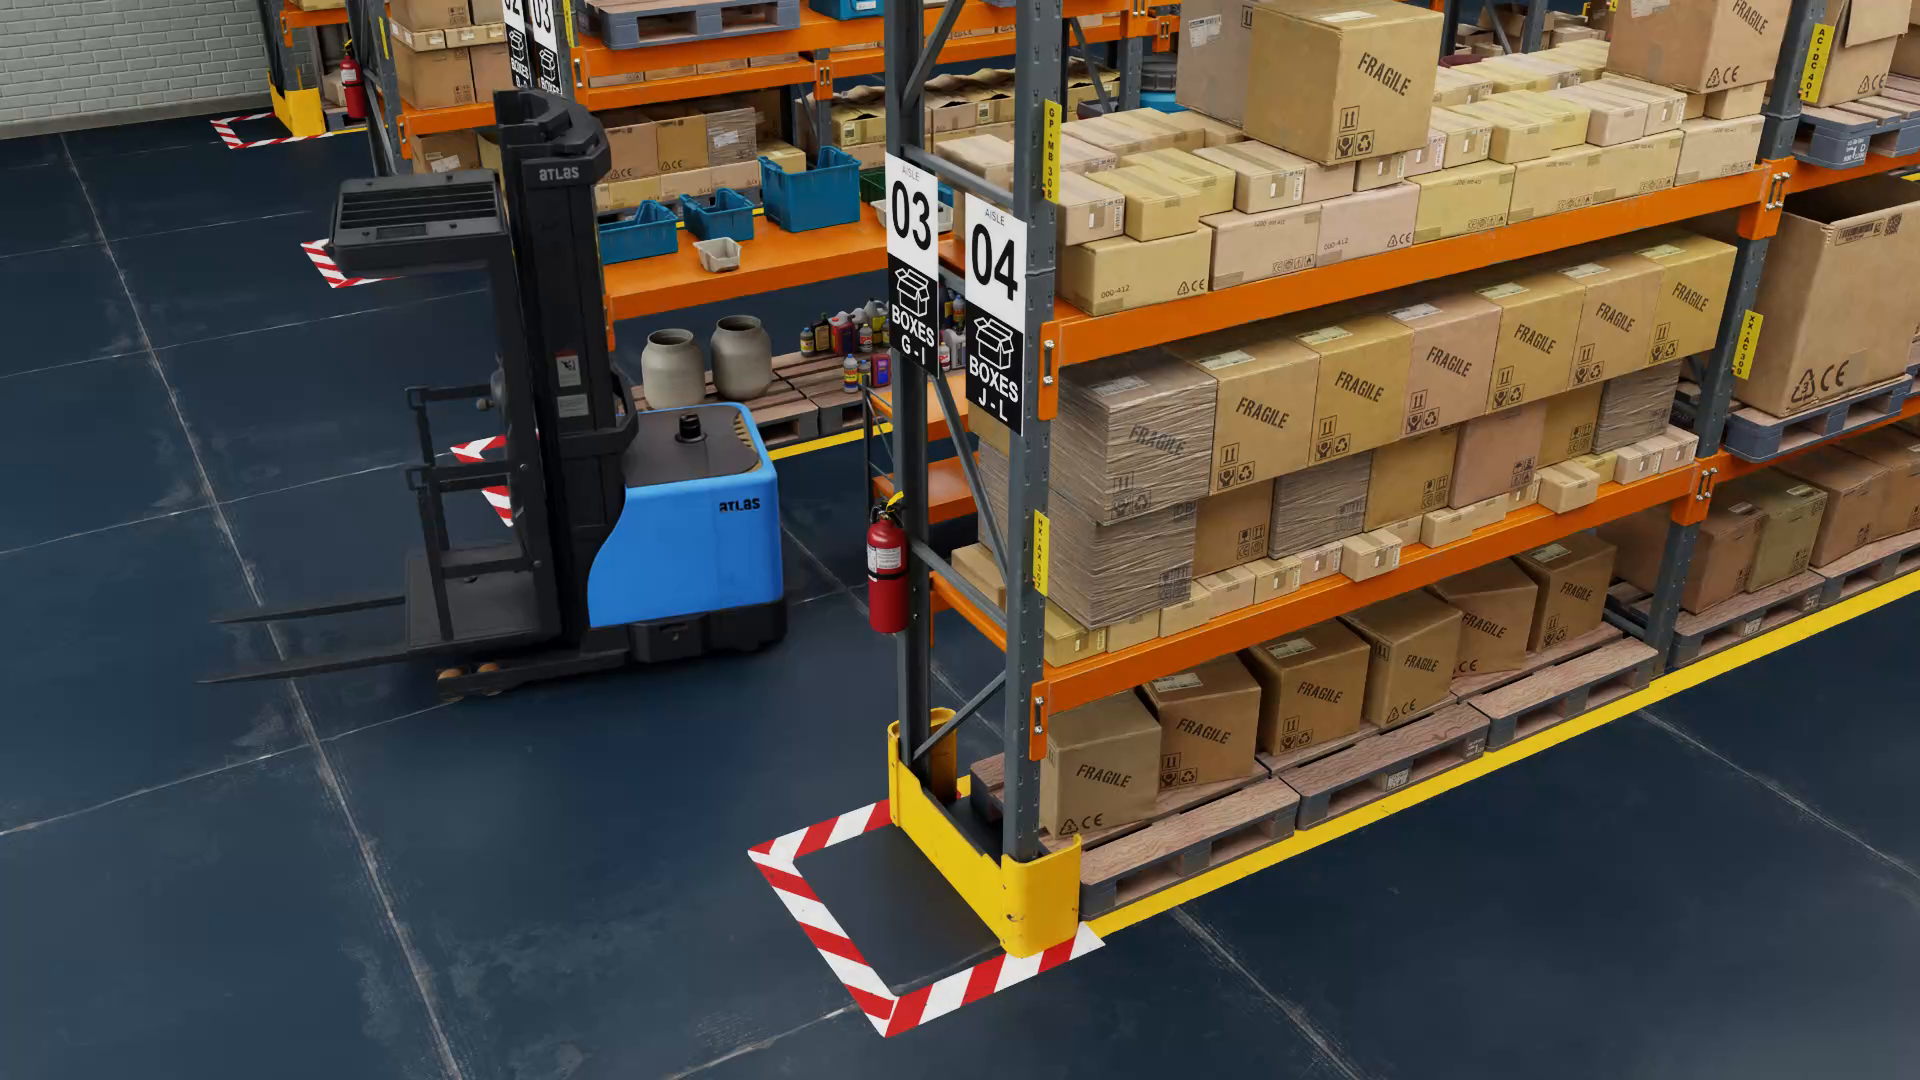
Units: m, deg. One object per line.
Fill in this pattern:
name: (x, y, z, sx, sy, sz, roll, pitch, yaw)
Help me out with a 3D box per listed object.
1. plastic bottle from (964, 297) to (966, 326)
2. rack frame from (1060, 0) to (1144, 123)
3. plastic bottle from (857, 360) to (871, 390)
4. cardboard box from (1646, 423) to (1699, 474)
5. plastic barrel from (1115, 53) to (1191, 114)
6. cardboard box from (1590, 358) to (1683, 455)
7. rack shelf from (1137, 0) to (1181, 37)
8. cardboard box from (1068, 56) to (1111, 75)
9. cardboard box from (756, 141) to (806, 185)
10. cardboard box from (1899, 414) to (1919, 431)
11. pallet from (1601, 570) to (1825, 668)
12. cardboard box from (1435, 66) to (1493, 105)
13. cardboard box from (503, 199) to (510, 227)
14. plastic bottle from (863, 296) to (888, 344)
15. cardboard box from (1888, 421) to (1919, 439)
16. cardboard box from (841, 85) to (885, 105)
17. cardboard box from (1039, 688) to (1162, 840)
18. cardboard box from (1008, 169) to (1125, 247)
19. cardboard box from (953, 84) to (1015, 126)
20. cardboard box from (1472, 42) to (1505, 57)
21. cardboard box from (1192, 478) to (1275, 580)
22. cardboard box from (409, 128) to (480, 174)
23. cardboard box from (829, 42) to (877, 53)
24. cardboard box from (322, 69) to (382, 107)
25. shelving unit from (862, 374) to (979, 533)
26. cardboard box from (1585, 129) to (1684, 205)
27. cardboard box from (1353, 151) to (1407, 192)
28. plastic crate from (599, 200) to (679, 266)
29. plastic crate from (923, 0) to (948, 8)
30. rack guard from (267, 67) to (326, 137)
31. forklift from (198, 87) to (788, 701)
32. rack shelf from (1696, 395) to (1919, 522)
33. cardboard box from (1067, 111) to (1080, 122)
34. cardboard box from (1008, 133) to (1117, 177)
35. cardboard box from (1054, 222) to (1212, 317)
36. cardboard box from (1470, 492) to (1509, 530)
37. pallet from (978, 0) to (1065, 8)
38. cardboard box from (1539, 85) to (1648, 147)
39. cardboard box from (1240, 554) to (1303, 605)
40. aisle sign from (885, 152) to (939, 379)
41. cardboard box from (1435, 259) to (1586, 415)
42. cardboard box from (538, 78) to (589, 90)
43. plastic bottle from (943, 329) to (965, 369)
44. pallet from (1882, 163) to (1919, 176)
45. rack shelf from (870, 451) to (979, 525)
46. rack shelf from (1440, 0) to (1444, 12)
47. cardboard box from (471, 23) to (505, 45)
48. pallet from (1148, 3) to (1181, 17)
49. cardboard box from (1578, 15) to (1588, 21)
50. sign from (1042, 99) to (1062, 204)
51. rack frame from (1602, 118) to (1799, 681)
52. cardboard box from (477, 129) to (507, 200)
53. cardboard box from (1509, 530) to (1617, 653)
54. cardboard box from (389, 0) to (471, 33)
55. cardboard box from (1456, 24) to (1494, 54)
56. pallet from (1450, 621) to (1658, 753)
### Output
plastic bottle: (0.129, -1.789, 12.673, 0.185, 0.351, 0.144, -16, 33, -26)
rack frame: (0.962, -2.841, 12.293, 0.127, 3.000, 1.000, -16, 33, -26)
plastic bottle: (-0.676, -1.168, 11.703, 0.097, 0.201, 0.097, 0, 29, 0)
cardboard box: (3.435, -0.492, 8.298, 0.250, 0.149, 0.380, -16, 33, -26)
plastic barrel: (1.449, -3.029, 12.114, 0.708, 0.901, 0.600, -16, 33, -26)
cardboard box: (3.052, -0.867, 8.305, 0.500, 0.500, 0.875, -16, 33, -26)
rack shelf: (2.687, -4.329, 12.629, 4.000, 0.370, 1.077, -16, 33, -26)
cardboard box: (1.305, -5.104, 18.225, 0.500, 0.311, 0.500, -15, 32, -25)
cardboard box: (-1.833, -3.681, 16.226, 0.500, 0.250, 0.500, -16, 33, -26)
cardboard box: (5.906, -0.872, 10.082, 0.500, 0.250, 0.500, -12, 31, -21)
pallet: (4.142, 0.252, 9.574, 1.213, 0.211, 1.003, -16, 33, -26)
cardboard box: (2.132, -1.990, 7.390, 0.250, 0.149, 0.380, -17, 33, -27)
cardboard box: (-3.988, -3.068, 15.117, 0.500, 0.250, 0.500, -16, 33, -26)
plastic bottle: (-0.633, -1.653, 12.427, 0.185, 0.351, 0.144, -14, 32, -24)
cardboard box: (5.881, -0.541, 10.258, 0.500, 0.500, 0.700, -19, 34, -30)
cardboard box: (-0.894, -4.479, 17.093, 0.500, 0.311, 0.500, -15, 32, -25)
cardboard box: (0.570, 0.966, 7.547, 0.500, 0.500, 0.500, -10, 30, -17)
cardboard box: (0.378, -1.191, 5.943, 0.250, 0.149, 0.380, -16, 33, -27)
cardboard box: (0.264, -4.505, 17.139, 0.500, 0.311, 0.500, -15, 32, -25)
cardboard box: (6.566, -6.044, 20.574, 0.250, 0.166, 0.380, -16, 33, -26)
cardboard box: (0.881, -0.268, 7.219, 0.500, 0.500, 0.875, -16, 33, -26)
cardboard box: (-4.681, -3.489, 15.104, 0.500, 0.500, 0.500, -16, 33, -26)
cardboard box: (-1.141, -4.978, 16.321, 0.500, 0.250, 0.500, -14, 32, -23)
cardboard box: (-6.863, -5.136, 18.779, 0.500, 0.311, 0.500, -20, 35, -32)
shelving unit: (0.006, -0.494, 9.981, 1.048, 1.125, 0.538, -16, 33, -26)
cardboard box: (2.755, -1.681, 7.242, 0.500, 0.250, 0.500, -15, 32, -25)
cardboard box: (1.516, -1.496, 6.494, 0.250, 0.149, 0.380, -17, 33, -29)
plastic crate: (-2.206, -2.044, 11.002, 0.616, 0.251, 0.499, -16, 33, -26)
plastic crate: (-0.217, -3.477, 10.615, 0.396, 0.136, 0.243, -16, 33, -26)
rack guard: (-7.440, -4.913, 18.635, 0.348, 0.500, 1.175, -16, 33, -26)
forklift: (-2.524, -0.723, 8.526, 3.031, 2.935, 1.130, -8, 30, -14)
rack shelf: (5.196, -0.952, 9.615, 4.000, 0.370, 1.077, -16, 33, -26)
cardboard box: (1.132, -4.506, 17.722, 0.500, 0.250, 0.500, -16, 33, -27)
cardboard box: (0.388, -1.433, 6.381, 0.250, 0.149, 0.380, -17, 33, -28)
cardboard box: (0.569, -1.056, 6.110, 0.500, 0.250, 0.500, -15, 32, -25)
cardboard box: (2.332, -0.207, 7.781, 0.250, 0.149, 0.380, -16, 33, -26)
pallet: (0.390, -3.854, 11.220, 1.003, 0.211, 1.213, -16, 33, -26)
cardboard box: (2.664, -1.797, 7.039, 0.250, 0.149, 0.380, -17, 33, -28)
cardboard box: (1.262, 0.105, 7.215, 0.250, 0.149, 0.380, -16, 33, -26)
aisle sign: (-0.182, -1.046, 6.351, 0.004, 0.787, 0.394, -16, 33, -26)
cardboard box: (2.361, -0.919, 7.365, 0.500, 0.500, 0.500, -16, 33, -26)
cardboard box: (-3.702, -4.328, 14.885, 0.500, 0.500, 0.700, -16, 33, -26)
plastic bottle: (-0.033, -1.399, 12.044, 0.135, 0.276, 0.152, -15, 32, -25)
pallet: (9.527, -4.075, 17.415, 1.213, 0.211, 1.003, -16, 33, -26)
rack shelf: (0.006, -0.280, 10.099, 1.000, 0.278, 0.538, -16, 33, -26)
rack shelf: (7.078, -7.038, 20.643, 4.000, 0.370, 1.077, -16, 33, -26)
cardboard box: (-4.103, -4.386, 14.319, 0.250, 0.149, 0.380, -16, 33, -26)
pallet: (2.454, -5.995, 18.208, 1.003, 0.211, 1.213, -16, 33, -26)
cardboard box: (8.267, -6.828, 22.012, 0.250, 0.149, 0.380, -16, 33, -26)
sign: (0.298, -1.268, 5.434, 0.005, 0.325, 0.100, -16, 33, -26)
rack frame: (3.472, -0.777, 8.554, 0.127, 3.000, 1.000, -16, 33, -26)
cardboard box: (-3.987, -3.396, 14.934, 0.500, 0.500, 0.500, -16, 33, -26)
cardboard box: (3.107, 0.214, 8.909, 0.500, 0.500, 0.500, -17, 33, -28)
cardboard box: (-4.538, -4.660, 14.143, 0.500, 0.500, 0.700, -16, 33, -26)
cardboard box: (6.348, -6.320, 20.925, 0.500, 0.311, 0.500, -16, 33, -26)
pallet: (2.911, 0.623, 8.903, 1.213, 0.211, 1.003, -16, 33, -26)
